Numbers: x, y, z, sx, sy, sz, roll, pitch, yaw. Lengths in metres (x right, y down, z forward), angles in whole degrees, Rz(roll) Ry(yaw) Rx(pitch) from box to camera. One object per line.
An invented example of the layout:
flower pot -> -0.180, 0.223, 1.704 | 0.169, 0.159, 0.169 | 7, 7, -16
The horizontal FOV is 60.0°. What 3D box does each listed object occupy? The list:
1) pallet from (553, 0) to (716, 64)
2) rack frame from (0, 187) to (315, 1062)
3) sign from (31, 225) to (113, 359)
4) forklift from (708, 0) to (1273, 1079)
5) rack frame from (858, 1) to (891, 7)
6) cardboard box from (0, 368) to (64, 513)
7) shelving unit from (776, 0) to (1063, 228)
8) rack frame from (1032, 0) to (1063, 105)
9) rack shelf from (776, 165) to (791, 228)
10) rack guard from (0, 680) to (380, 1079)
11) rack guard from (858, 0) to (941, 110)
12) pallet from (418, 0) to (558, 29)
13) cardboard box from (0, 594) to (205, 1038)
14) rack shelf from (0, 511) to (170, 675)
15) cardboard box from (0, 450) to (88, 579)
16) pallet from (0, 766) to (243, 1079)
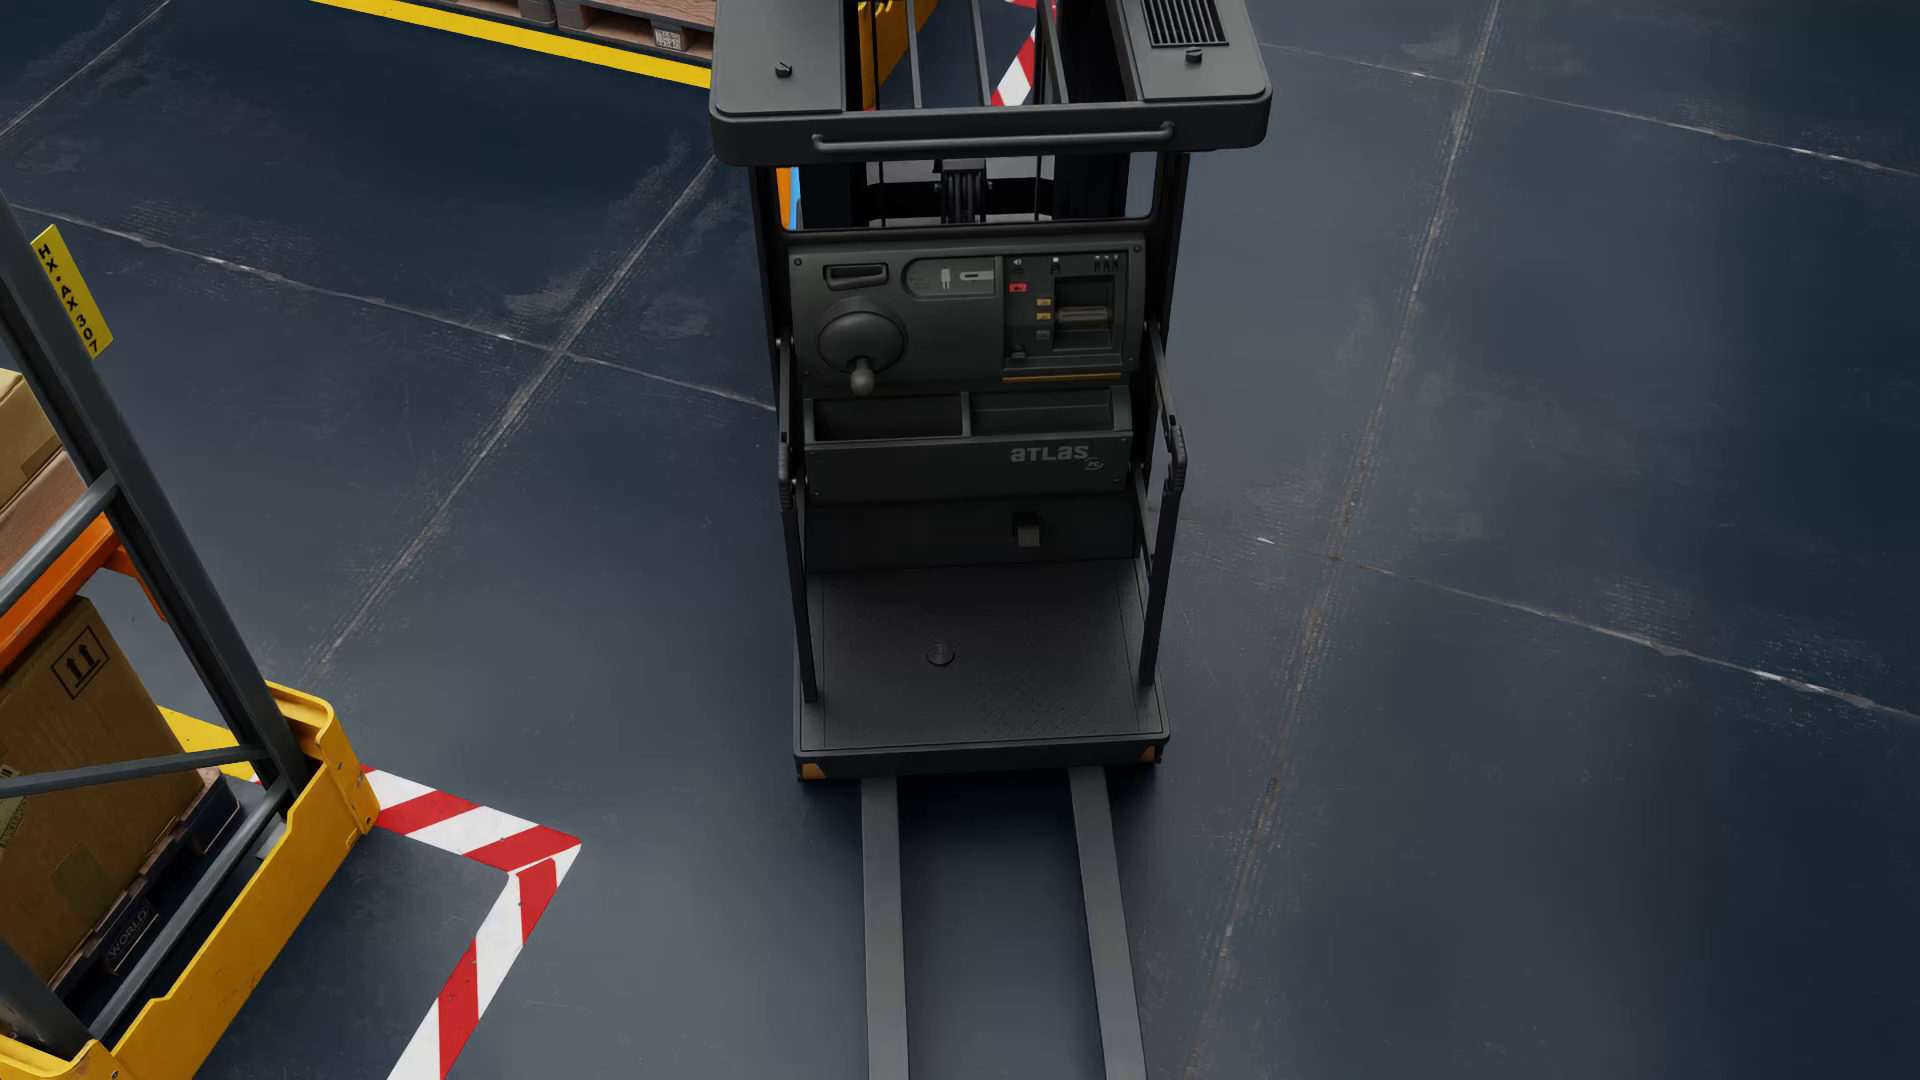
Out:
pallet -> -1.167, -2.664, 7.919 | 1.213, 0.211, 1.003 | 16, 51, 13
rack frame -> -2.124, 0.177, 3.611 | 0.127, 3.000, 1.000 | 16, 51, 13
sign -> -1.926, -0.524, 3.594 | 0.005, 0.325, 0.100 | 16, 51, 13
forklift -> 0.038, -0.491, 4.236 | 1.130, 2.935, 3.031 | -3, 49, -2
rack frame -> -0.407, -3.334, 6.654 | 0.127, 3.000, 1.000 | 16, 51, 13
cardboard box -> -2.480, -0.188, 3.830 | 0.500, 0.250, 0.500 | 14, 51, 12
shelving unit -> -0.192, -1.387, 5.959 | 1.083, 1.500, 0.587 | -4, 49, -4
rack frame -> 0.305, -1.425, 5.992 | 0.032, 1.500, 0.500 | -4, 49, -4
rack shelf -> -0.201, -1.268, 6.094 | 1.000, 0.185, 0.538 | -4, 49, -4
rack guard -> -2.101, 1.002, 4.550 | 0.348, 0.500, 1.175 | 16, 51, 13
rack guard -> -0.380, -2.518, 7.601 | 0.348, 0.500, 1.175 | 16, 51, 13
pallet -> -2.308, -2.984, 8.197 | 1.213, 0.211, 1.003 | 16, 51, 13
cardboard box -> -2.752, 0.625, 4.352 | 0.875, 0.875, 0.875 | 16, 51, 13
rack shelf -> -4.000, -0.111, 4.337 | 4.000, 0.370, 1.077 | 16, 51, 13
cardboard box -> -2.342, -0.067, 3.990 | 0.250, 0.149, 0.380 | 16, 51, 14
pallet -> -2.901, 0.937, 4.799 | 1.213, 0.211, 1.003 | 16, 51, 13
